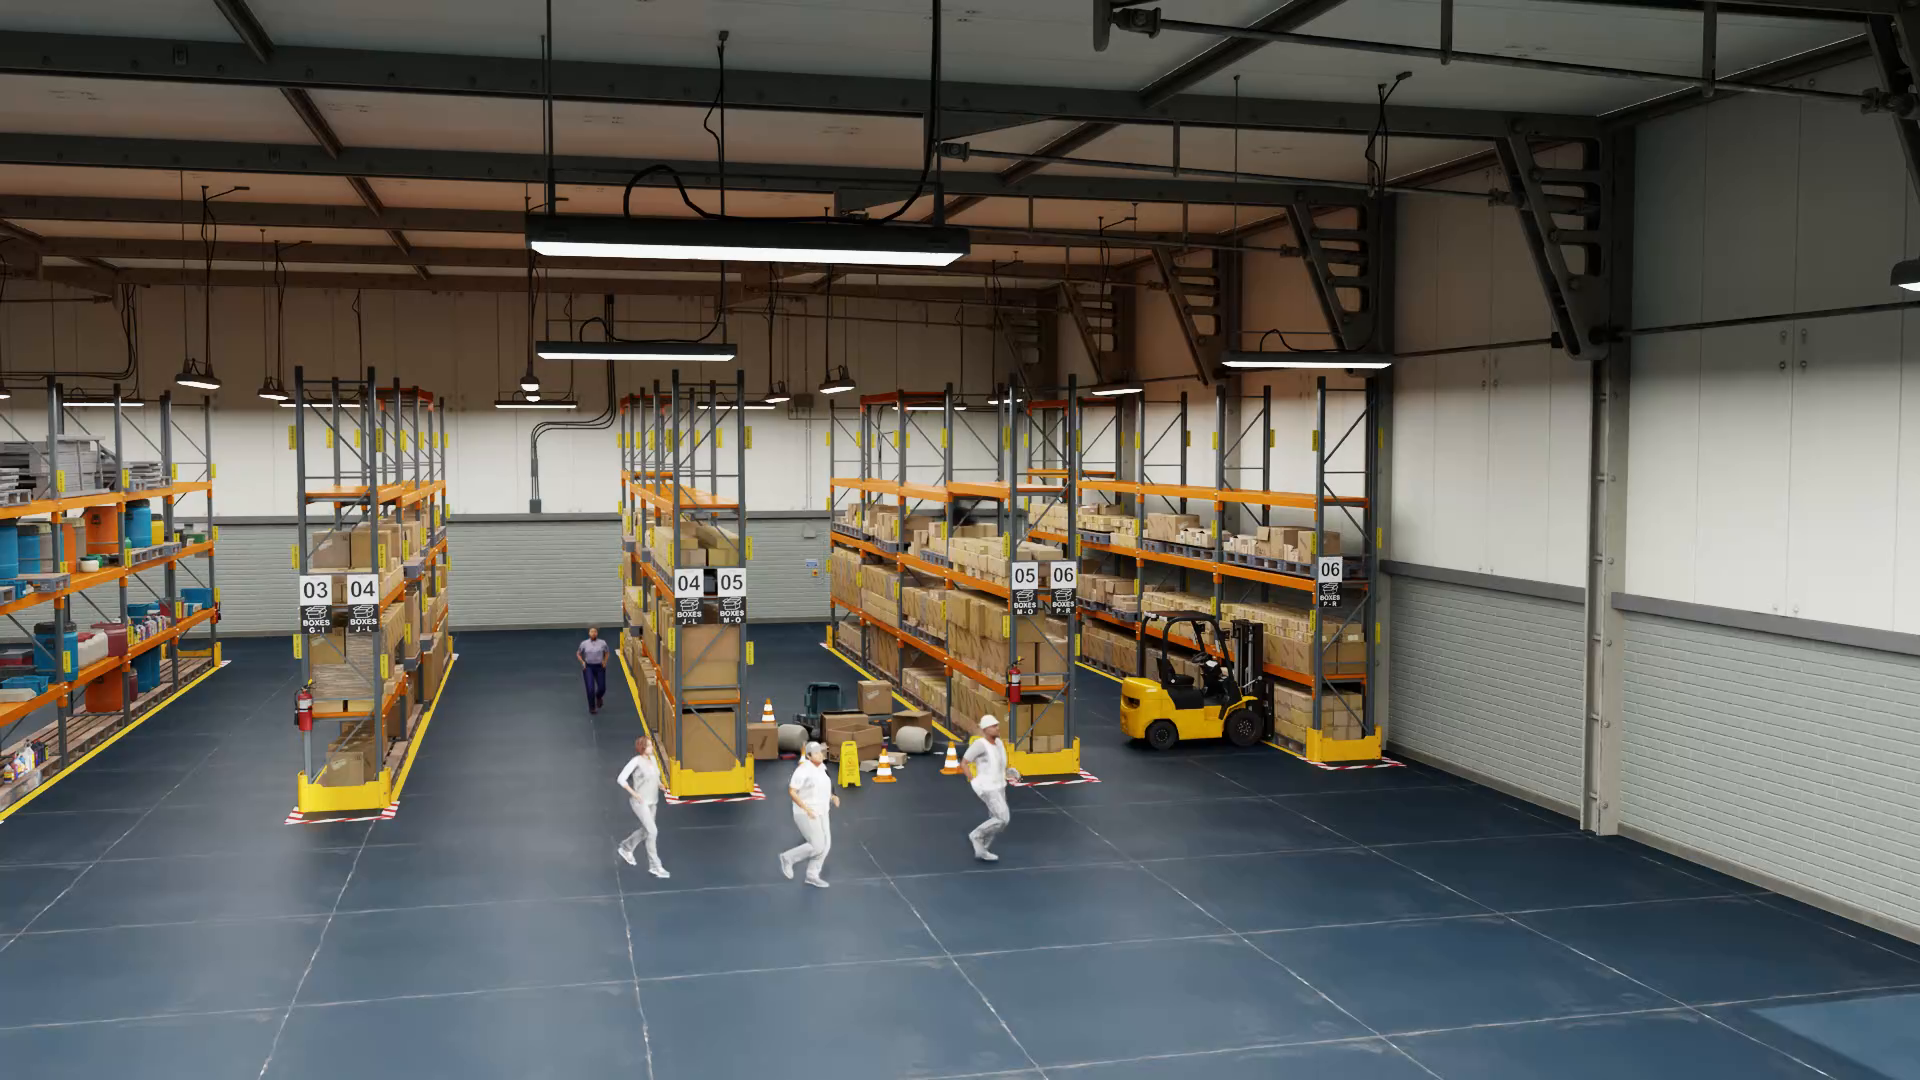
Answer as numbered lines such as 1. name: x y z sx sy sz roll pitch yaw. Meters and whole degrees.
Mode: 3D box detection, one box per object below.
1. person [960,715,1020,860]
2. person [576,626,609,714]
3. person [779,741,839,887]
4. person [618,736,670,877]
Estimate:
1. person: 0.409 2.948 19.746 0.597 1.739 0.679 2 4 29
2. person: -6.731 2.382 30.537 0.605 1.594 0.579 -1 4 -18
3. person: -1.679 3.079 18.754 0.596 1.641 0.600 2 4 27
4. person: -3.668 3.058 19.197 0.753 1.607 0.545 2 4 25
